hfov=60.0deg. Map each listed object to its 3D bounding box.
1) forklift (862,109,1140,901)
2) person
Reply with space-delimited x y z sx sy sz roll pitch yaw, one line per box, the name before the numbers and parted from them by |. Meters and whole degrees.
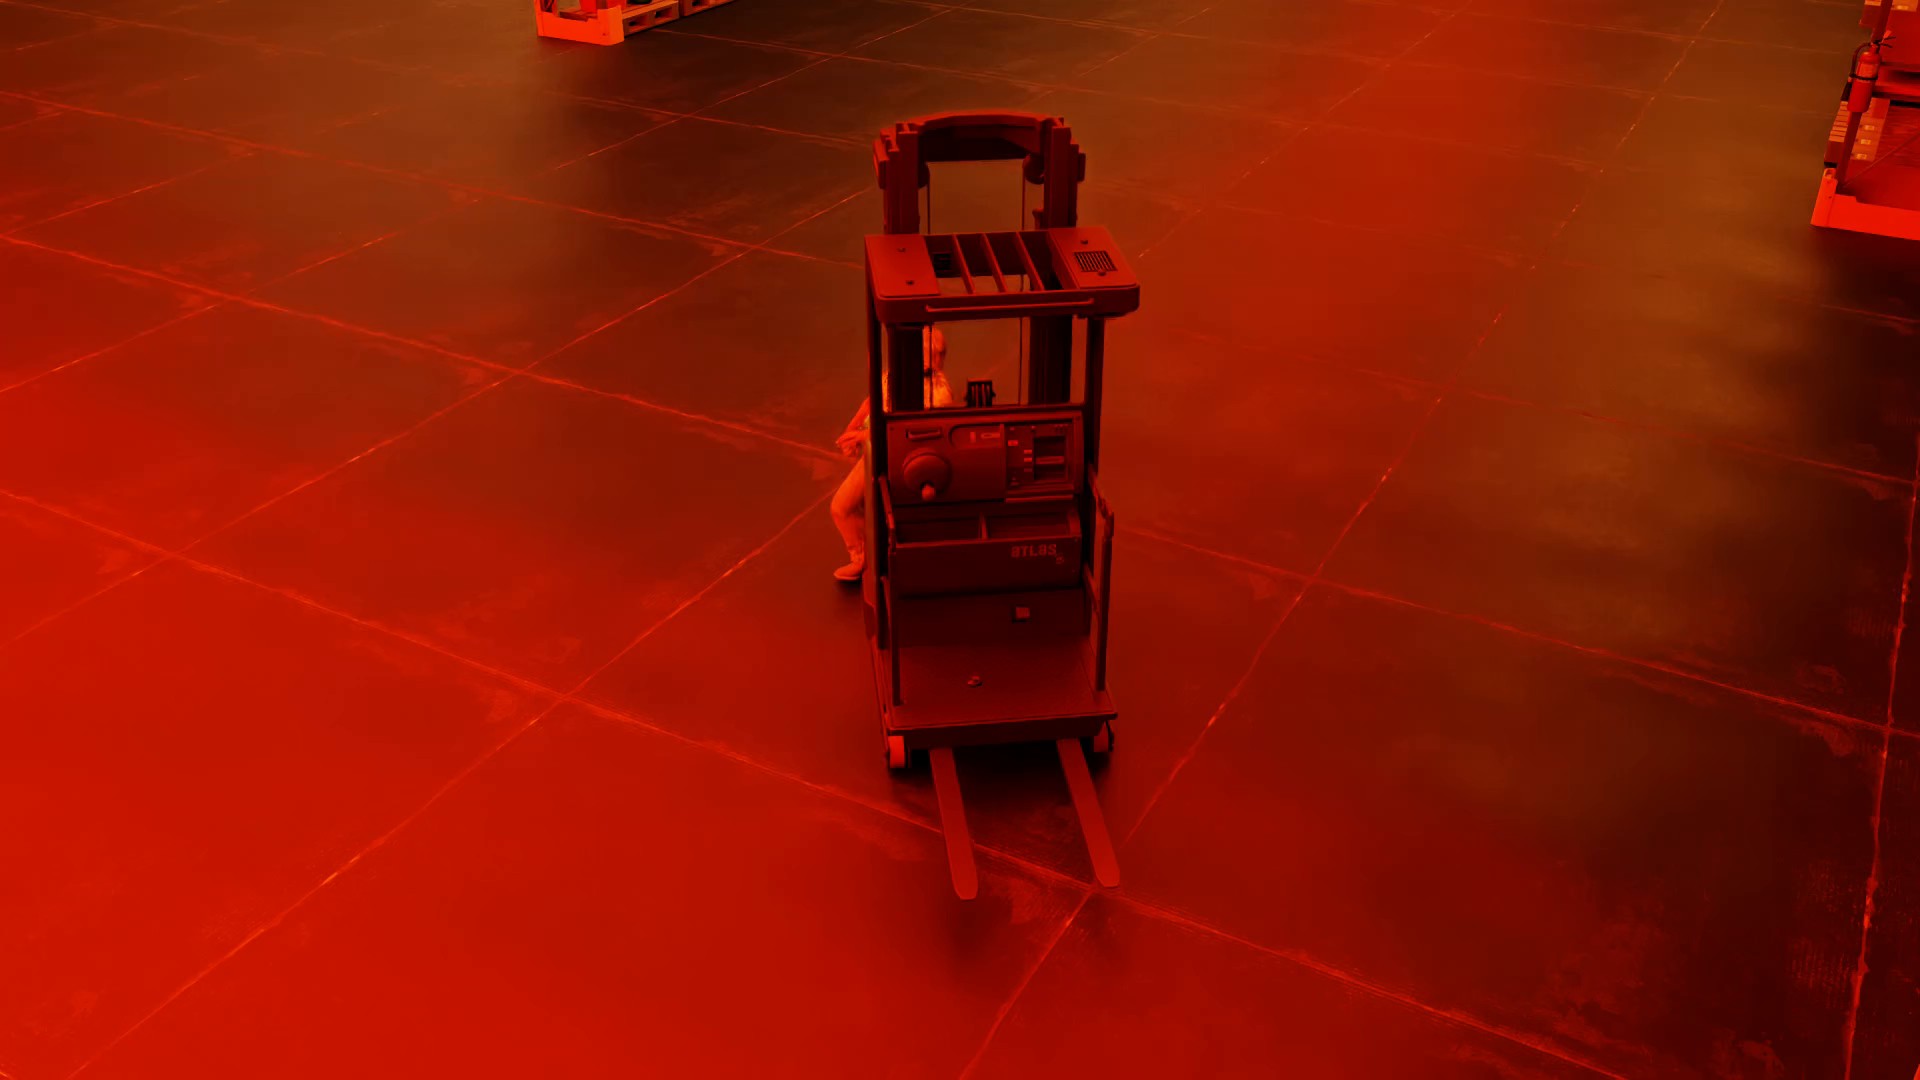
forklift | 0.151 -0.343 7.664 1.130 2.935 3.031 -4 30 -6
person | -0.373 -0.454 9.253 0.740 1.539 0.816 19 35 30
